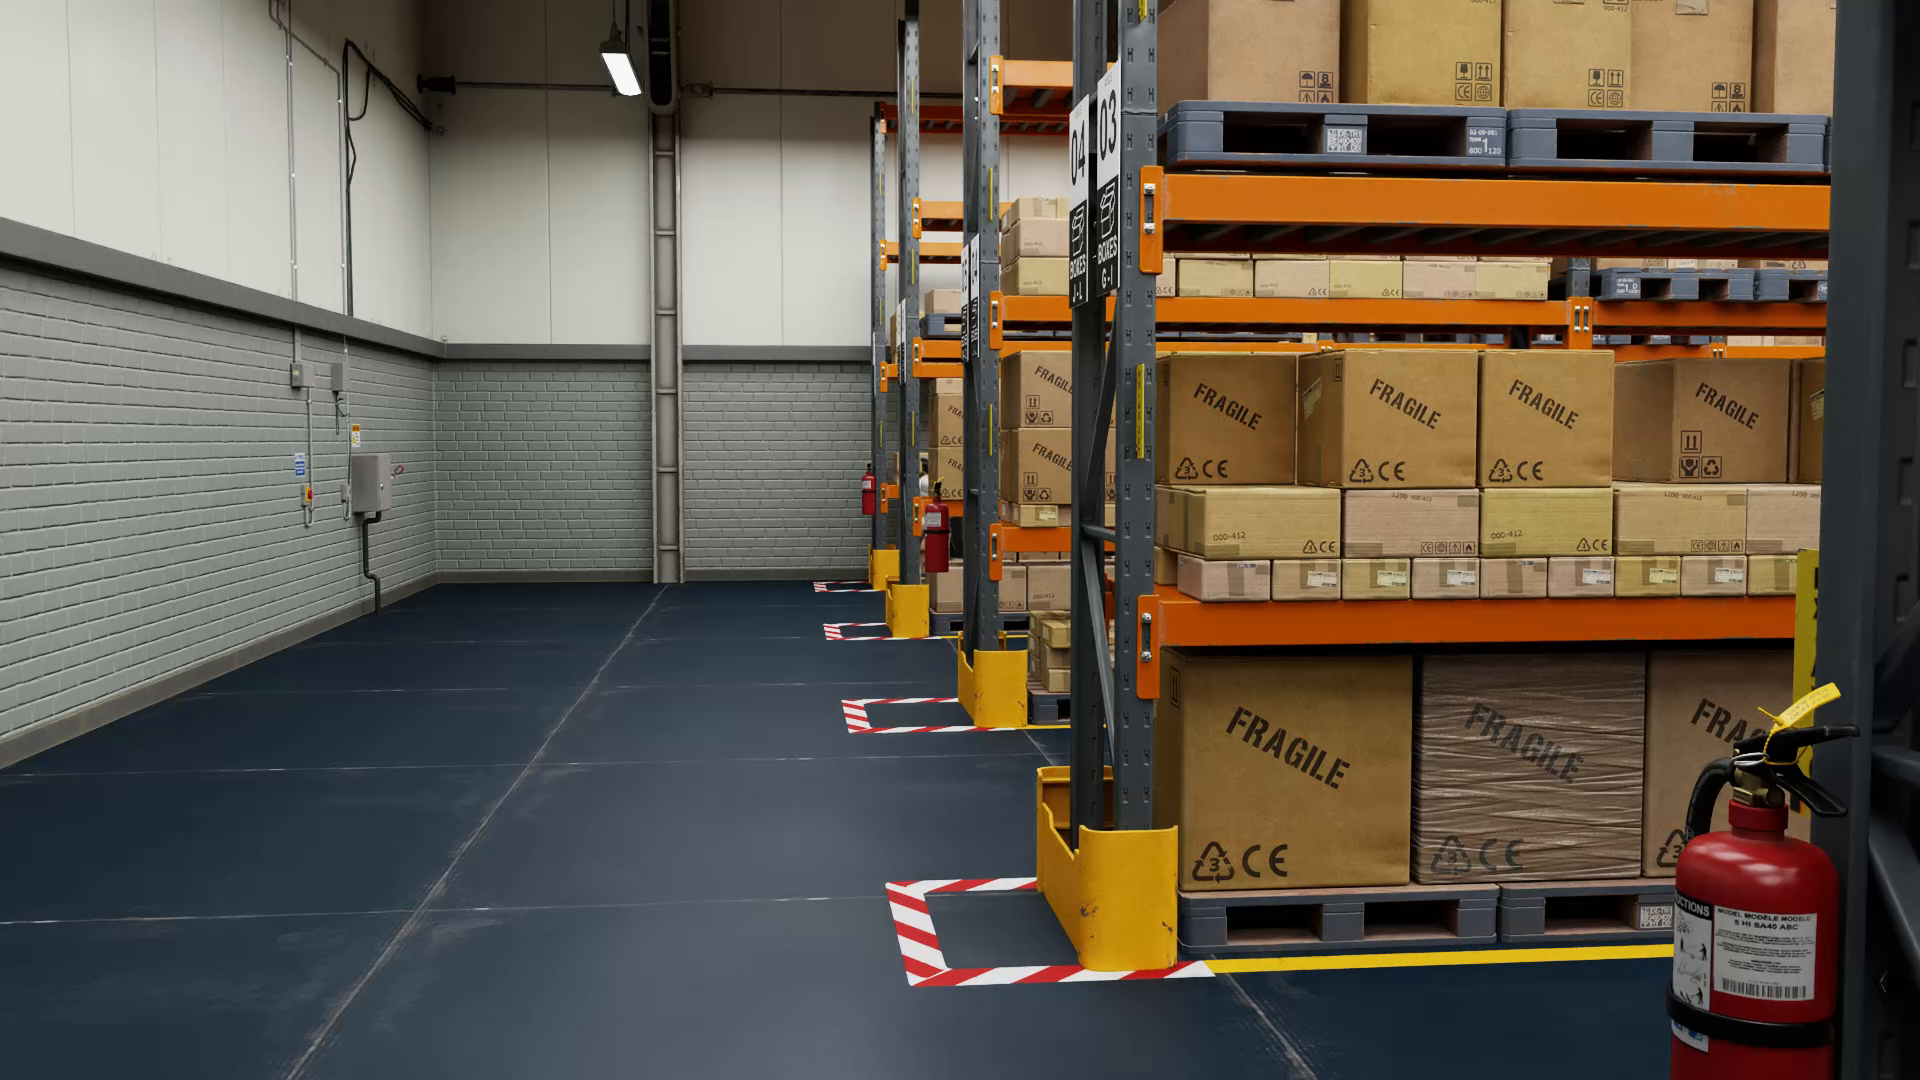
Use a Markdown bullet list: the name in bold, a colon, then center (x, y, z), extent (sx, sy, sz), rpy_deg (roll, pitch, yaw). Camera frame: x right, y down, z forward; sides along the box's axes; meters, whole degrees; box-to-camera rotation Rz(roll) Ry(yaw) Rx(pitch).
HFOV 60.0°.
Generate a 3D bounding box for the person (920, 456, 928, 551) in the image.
- **person**: center (-0.398, -0.114, 19.011), extent (0.536, 1.698, 0.413), rpy_deg (0, 3, -5)
